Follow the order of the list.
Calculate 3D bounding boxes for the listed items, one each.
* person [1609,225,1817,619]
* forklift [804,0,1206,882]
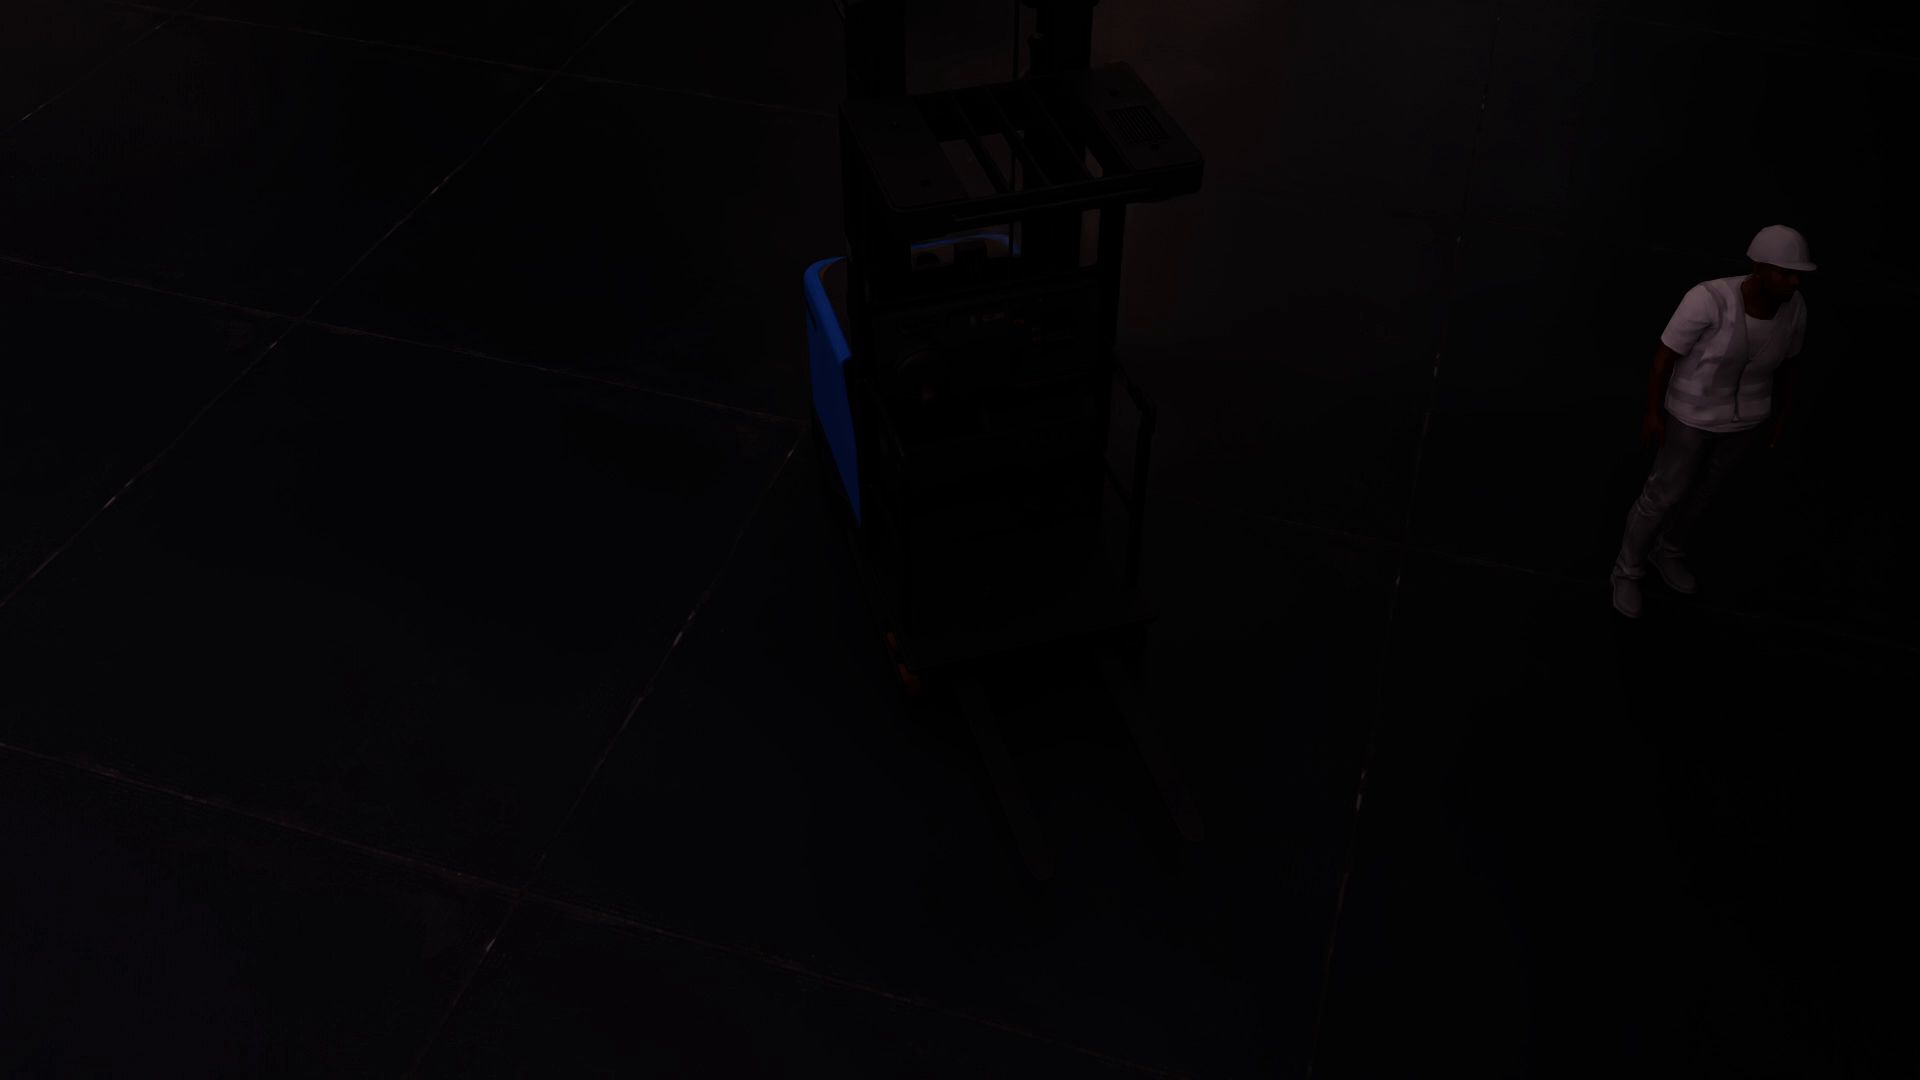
[{"bbox_3d":[3.236,-0.490,7.060,0.666,1.765,0.579,-5,43,-5],"label":"person"},{"bbox_3d":[0.177,-0.698,6.439,1.130,2.935,3.031,-12,44,-12],"label":"forklift"}]
